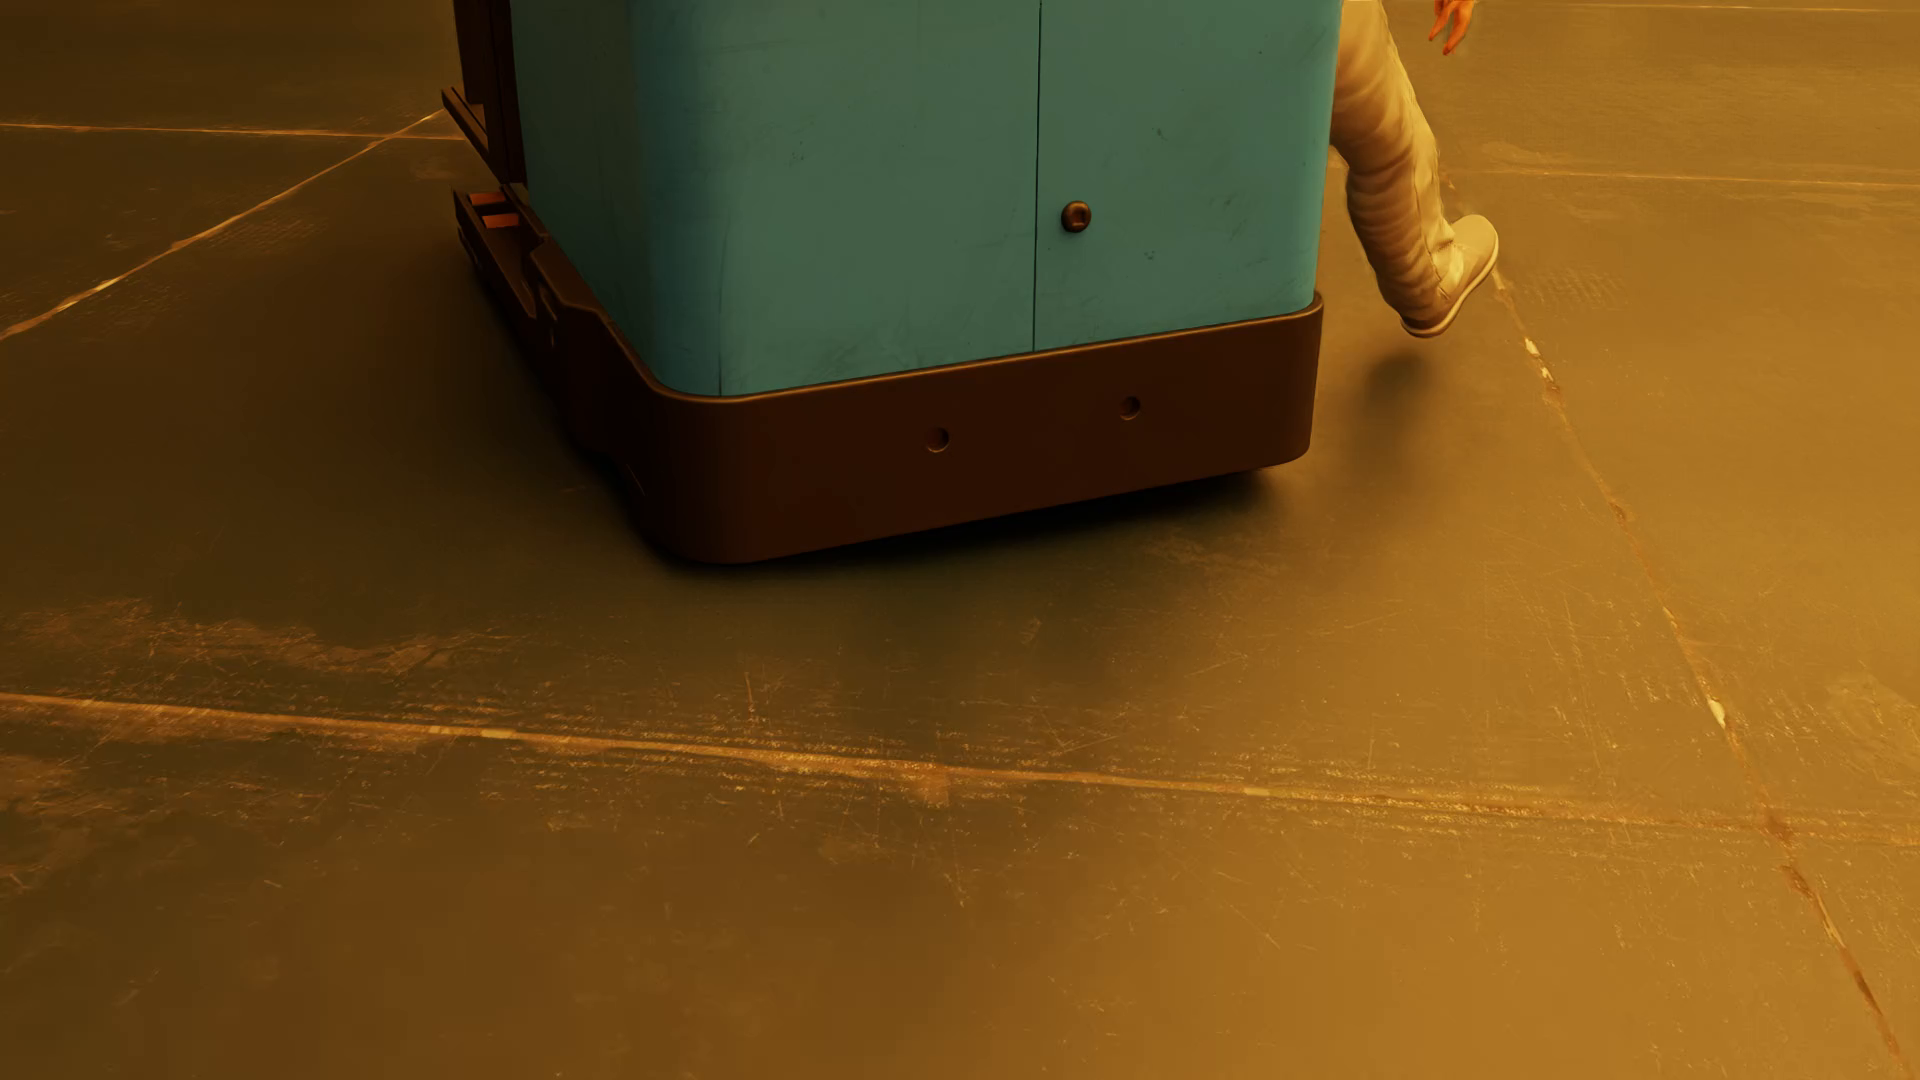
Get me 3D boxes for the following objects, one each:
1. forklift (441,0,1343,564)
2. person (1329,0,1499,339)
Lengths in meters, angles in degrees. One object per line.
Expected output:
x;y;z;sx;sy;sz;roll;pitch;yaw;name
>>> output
-0.485;-1.912;3.049;1.130;2.935;3.031;-11;28;-21;forklift
0.494;-1.024;2.889;0.909;1.491;0.957;16;31;30;person
